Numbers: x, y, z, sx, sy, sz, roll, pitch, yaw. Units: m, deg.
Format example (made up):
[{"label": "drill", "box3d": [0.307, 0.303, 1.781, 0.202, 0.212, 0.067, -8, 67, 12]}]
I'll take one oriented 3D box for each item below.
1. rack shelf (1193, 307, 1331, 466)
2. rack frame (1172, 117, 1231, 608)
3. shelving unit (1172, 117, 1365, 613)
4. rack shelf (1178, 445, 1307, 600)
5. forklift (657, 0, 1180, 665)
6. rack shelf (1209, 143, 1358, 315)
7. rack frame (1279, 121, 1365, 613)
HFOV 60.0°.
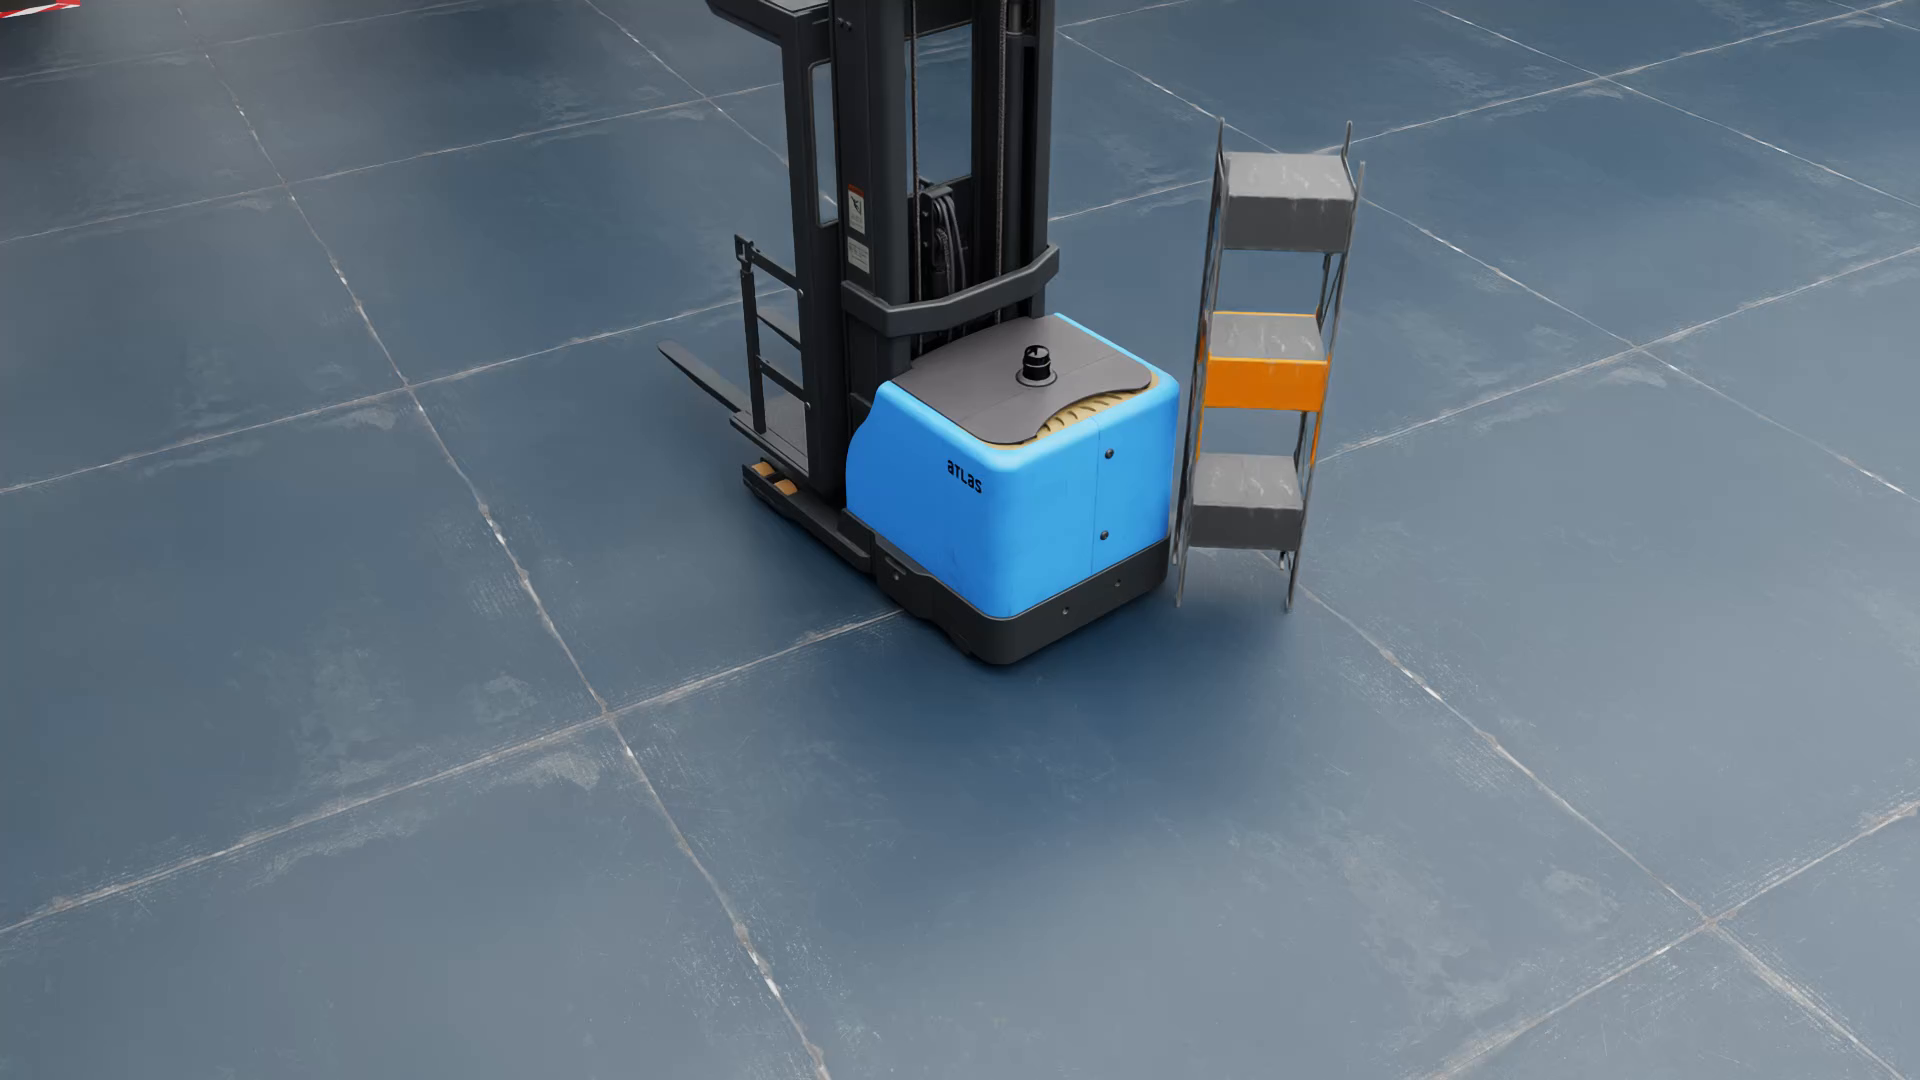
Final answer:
[{"label": "rack shelf", "box3d": [1.229, -0.644, 6.870, 0.480, 0.518, 0.431, 3, 36, 2]}, {"label": "rack frame", "box3d": [0.985, -0.666, 6.871, 0.015, 2.100, 0.400, 3, 36, 2]}, {"label": "shelving unit", "box3d": [1.229, -0.655, 6.862, 0.503, 2.100, 0.431, 3, 36, 2]}, {"label": "rack shelf", "box3d": [1.220, -0.079, 7.282, 0.480, 0.518, 0.431, 3, 36, 2]}, {"label": "forklift", "box3d": [-0.391, -1.469, 7.276, 1.130, 2.935, 3.031, -26, 43, -31]}, {"label": "rack shelf", "box3d": [1.237, -1.210, 6.457, 0.480, 0.518, 0.431, 3, 36, 2]}, {"label": "rack frame", "box3d": [1.472, -0.645, 6.852, 0.015, 2.100, 0.400, 3, 36, 2]}]
